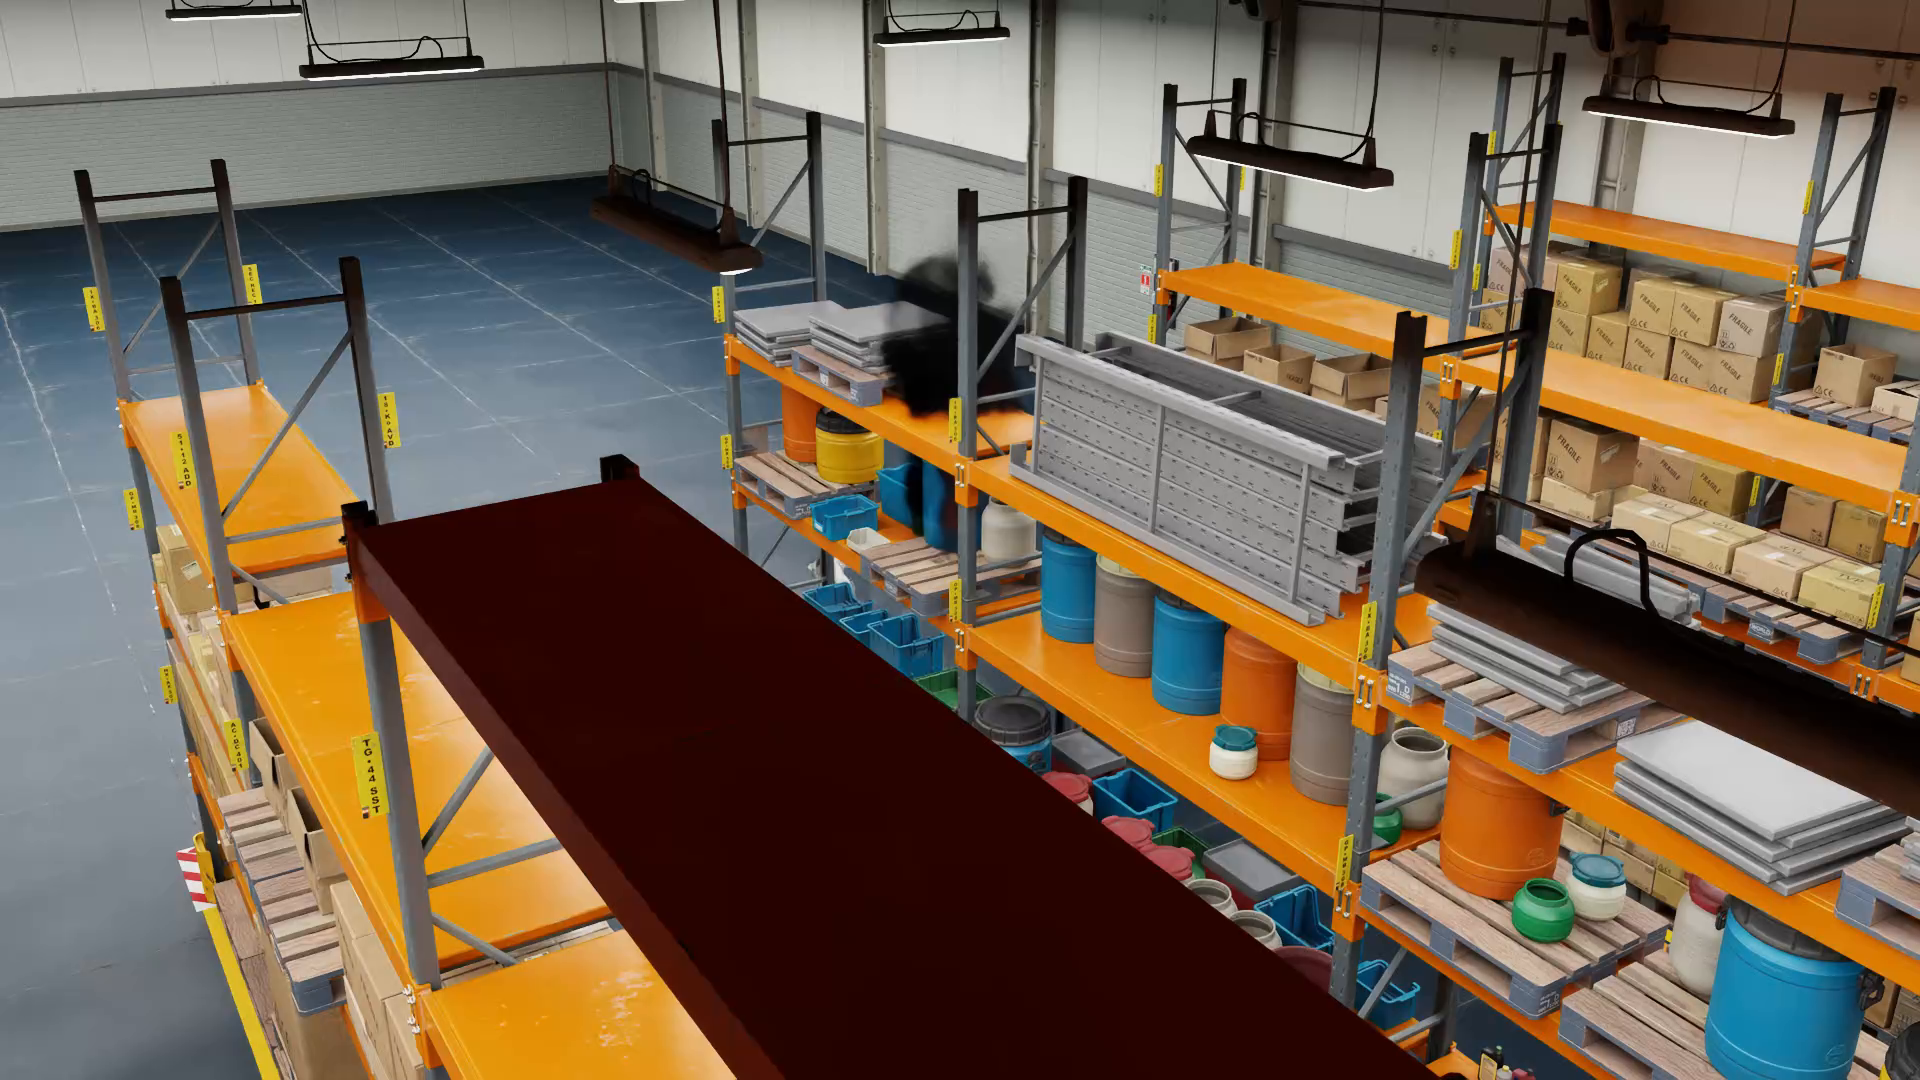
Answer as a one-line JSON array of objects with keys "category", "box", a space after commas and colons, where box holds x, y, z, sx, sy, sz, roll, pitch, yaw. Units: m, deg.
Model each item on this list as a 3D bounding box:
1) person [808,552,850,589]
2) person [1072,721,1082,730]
[{"category": "person", "box": [-1.299, 0.633, 17.550, 0.827, 1.725, 0.621, 8, 23, 19]}, {"category": "person", "box": [1.296, 1.567, 15.154, 0.715, 1.735, 0.812, -18, 28, -38]}]
